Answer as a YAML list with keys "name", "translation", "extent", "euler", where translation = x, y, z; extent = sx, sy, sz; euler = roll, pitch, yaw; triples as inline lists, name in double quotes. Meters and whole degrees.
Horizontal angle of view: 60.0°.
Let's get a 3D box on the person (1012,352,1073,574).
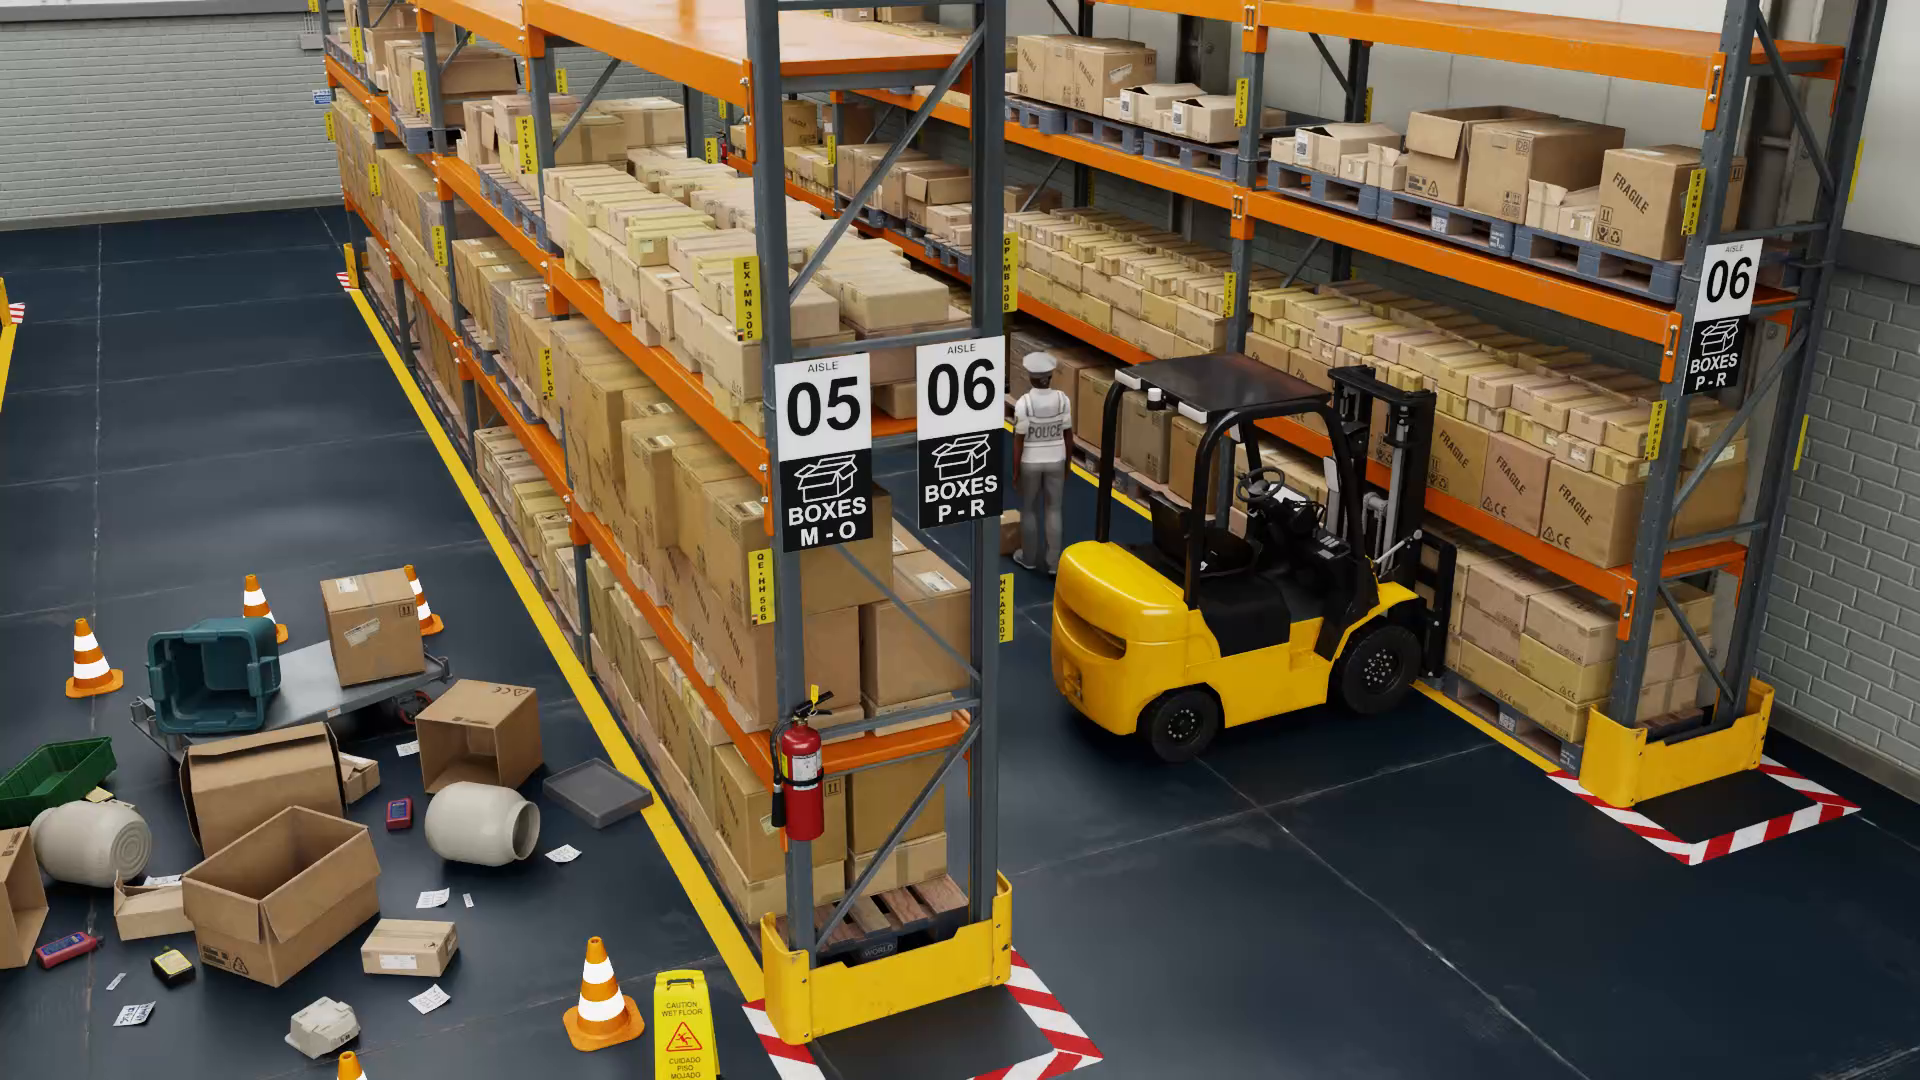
- name: "person"
  translation: [0.600, -0.567, 12.333]
  extent: [0.474, 1.683, 0.489]
  euler: [-5, 23, -11]
